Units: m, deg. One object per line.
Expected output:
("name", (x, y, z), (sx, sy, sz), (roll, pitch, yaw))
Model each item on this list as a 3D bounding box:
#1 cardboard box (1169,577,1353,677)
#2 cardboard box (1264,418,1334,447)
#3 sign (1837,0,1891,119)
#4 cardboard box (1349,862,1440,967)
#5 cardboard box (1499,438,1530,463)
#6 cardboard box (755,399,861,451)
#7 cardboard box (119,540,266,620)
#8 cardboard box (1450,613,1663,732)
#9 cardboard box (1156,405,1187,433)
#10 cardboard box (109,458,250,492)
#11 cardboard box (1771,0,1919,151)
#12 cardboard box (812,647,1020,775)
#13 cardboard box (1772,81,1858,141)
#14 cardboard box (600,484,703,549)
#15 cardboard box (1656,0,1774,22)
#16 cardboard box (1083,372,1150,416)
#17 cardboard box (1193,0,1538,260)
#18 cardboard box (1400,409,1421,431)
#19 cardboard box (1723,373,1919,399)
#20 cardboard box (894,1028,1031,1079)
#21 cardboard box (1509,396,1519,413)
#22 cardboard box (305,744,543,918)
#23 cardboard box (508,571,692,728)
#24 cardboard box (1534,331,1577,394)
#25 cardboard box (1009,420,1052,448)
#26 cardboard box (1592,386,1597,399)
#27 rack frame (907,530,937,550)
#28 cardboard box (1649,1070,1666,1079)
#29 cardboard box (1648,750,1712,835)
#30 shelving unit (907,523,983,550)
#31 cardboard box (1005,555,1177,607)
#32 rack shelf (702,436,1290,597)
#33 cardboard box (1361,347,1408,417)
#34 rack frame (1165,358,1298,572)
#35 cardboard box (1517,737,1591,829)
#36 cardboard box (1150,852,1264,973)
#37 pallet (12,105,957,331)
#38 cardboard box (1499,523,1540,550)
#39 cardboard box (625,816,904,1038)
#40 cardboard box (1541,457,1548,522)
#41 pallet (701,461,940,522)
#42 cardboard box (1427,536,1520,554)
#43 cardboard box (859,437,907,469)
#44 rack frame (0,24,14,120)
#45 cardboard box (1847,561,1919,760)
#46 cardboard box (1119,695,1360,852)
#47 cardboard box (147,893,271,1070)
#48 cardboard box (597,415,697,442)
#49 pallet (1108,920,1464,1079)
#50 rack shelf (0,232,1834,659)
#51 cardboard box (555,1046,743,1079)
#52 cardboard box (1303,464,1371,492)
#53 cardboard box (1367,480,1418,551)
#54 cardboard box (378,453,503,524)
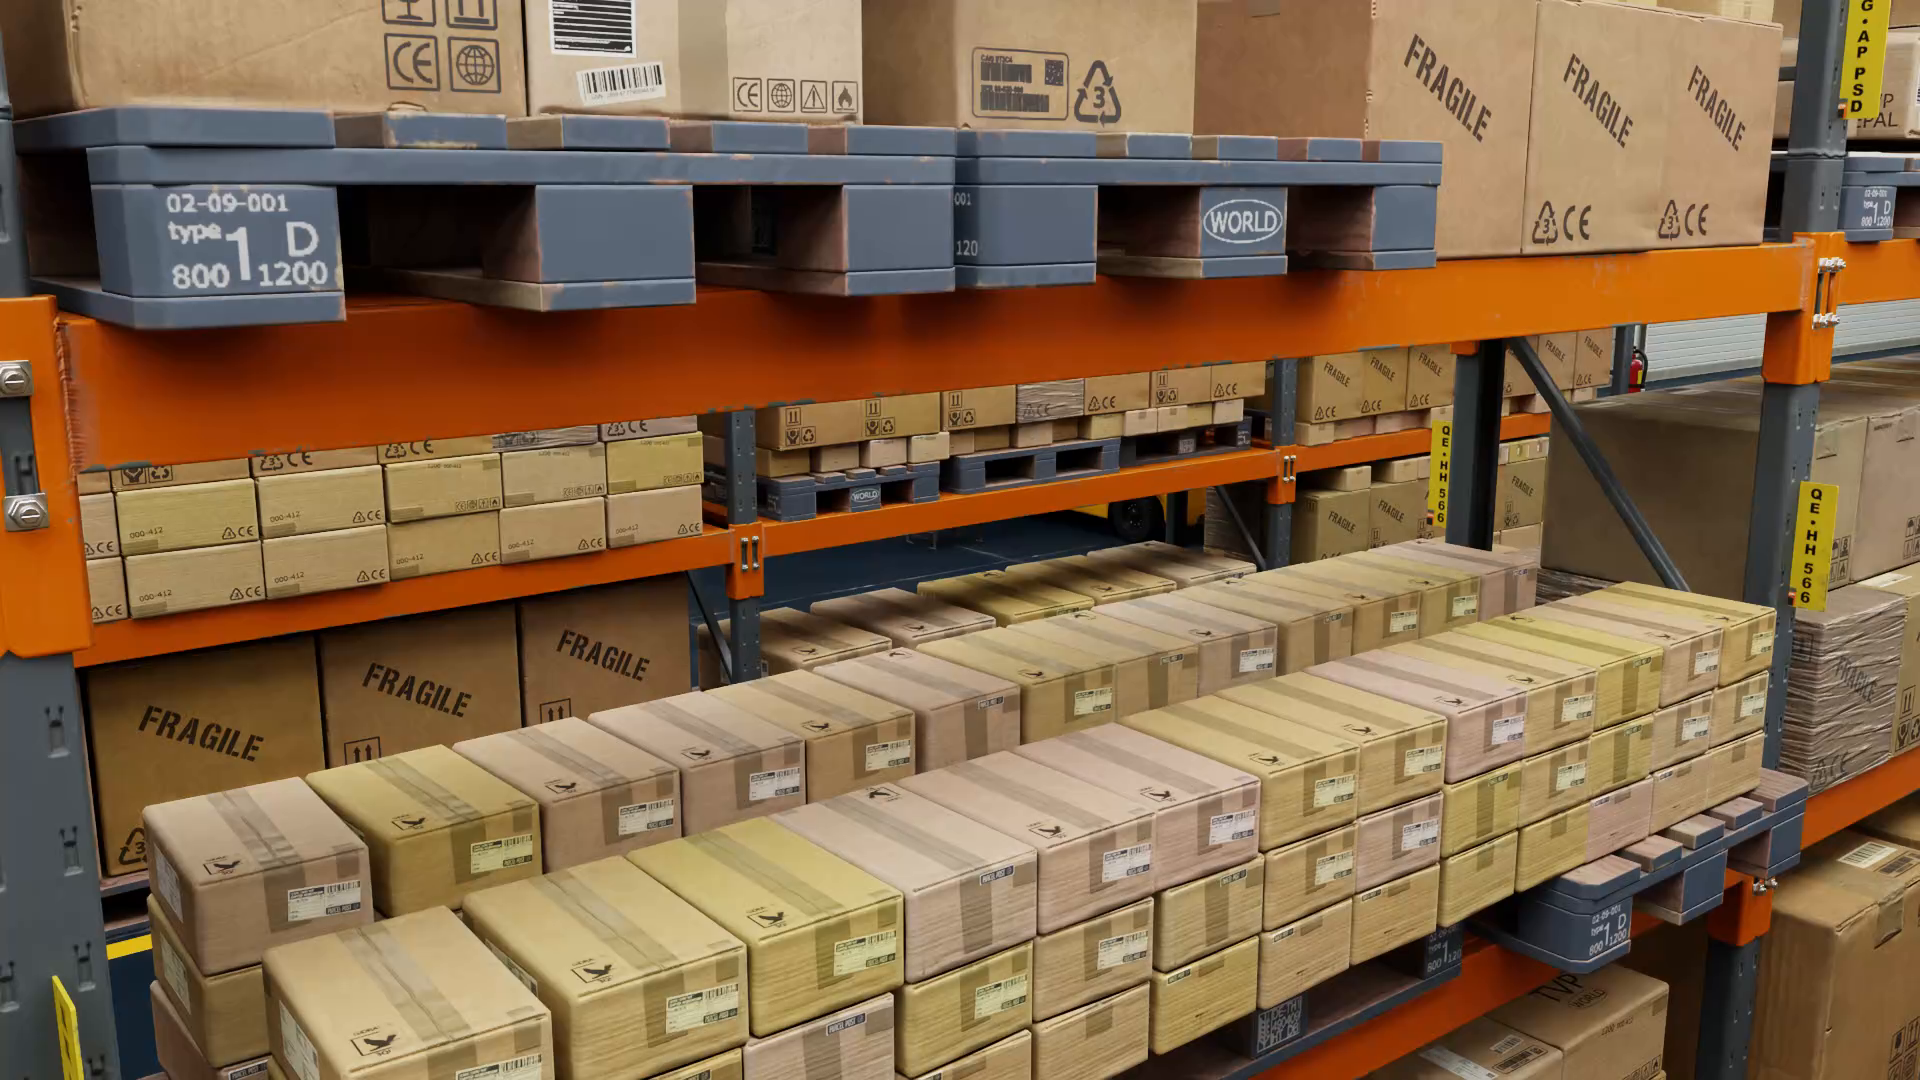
("cardboard box", (0.729, 0.213, 4.065), (0.250, 0.149, 0.380), (-10, 16, -40))
("cardboard box", (2.219, -0.717, 10.890), (0.250, 0.149, 0.380), (-10, 15, -38))
("sign", (2.158, -1.174, 3.972), (0.005, 0.325, 0.100), (-9, 15, -38))
("cardboard box", (0.718, 0.679, 3.303), (0.250, 0.149, 0.380), (-9, 15, -36))
("cardboard box", (3.991, -0.678, 12.342), (0.250, 0.149, 0.380), (-9, 15, -37))
("cardboard box", (-0.855, -0.753, 8.485), (0.500, 0.500, 0.500), (-10, 16, -39))
("cardboard box", (-3.152, 0.115, 6.729), (0.500, 0.250, 0.500), (-10, 15, -38))
("cardboard box", (1.322, 0.288, 3.712), (0.250, 0.149, 0.380), (-9, 15, -36))
("cardboard box", (1.148, -0.752, 10.041), (0.250, 0.149, 0.380), (-10, 15, -39))
("cardboard box", (-3.178, -0.497, 6.599), (0.500, 0.500, 0.500), (-10, 16, -39))
("cardboard box", (3.003, -1.584, 5.653), (0.500, 0.500, 0.500), (-9, 15, -38))
("cardboard box", (-0.093, 0.350, 3.419), (0.250, 0.149, 0.380), (-10, 16, -40))
("cardboard box", (2.181, -1.159, 4.495), (0.250, 0.149, 0.380), (-10, 16, -40))
("cardboard box", (-1.583, -0.151, 7.980), (0.500, 0.250, 0.500), (-10, 16, -40))
("cardboard box", (1.667, -1.339, 3.906), (0.258, 0.266, 0.396), (-9, 15, -38))
("cardboard box", (0.762, -1.023, 9.759), (0.500, 0.500, 0.500), (-9, 15, -36))
("cardboard box", (0.758, -0.812, 3.270), (0.500, 0.500, 0.500), (-9, 15, -38))
("cardboard box", (2.976, -0.864, 11.581), (0.250, 0.149, 0.380), (-10, 15, -38))
("cardboard box", (2.971, -0.270, 5.530), (0.500, 0.500, 0.700), (-10, 15, -39))
("cardboard box", (-0.101, 0.816, 2.657), (0.250, 0.149, 0.380), (-9, 15, -37))
("cardboard box", (3.926, -1.035, 12.385), (0.250, 0.149, 0.380), (-9, 15, -37))
("cardboard box", (-0.902, 0.484, 2.788), (0.250, 0.149, 0.380), (-10, 16, -39))
("cardboard box", (-1.942, 0.578, 8.290), (0.875, 0.875, 0.875), (-10, 15, -38))
("cardboard box", (4.251, -1.385, 12.475), (0.500, 0.500, 0.500), (-9, 15, -38))
("cardboard box", (0.312, -0.629, 9.462), (0.250, 0.149, 0.380), (-9, 15, -36))
("cardboard box", (4.738, -1.164, 12.995), (0.250, 0.149, 0.380), (-9, 15, -36))
("rack frame", (-0.320, -0.974, 13.660), (0.015, 2.100, 0.400), (-9, 15, -38))
("cardboard box", (1.470, 1.603, 4.367), (0.500, 0.500, 0.500), (-10, 15, -38))
("cardboard box", (1.528, 0.545, 3.932), (0.250, 0.149, 0.380), (-9, 15, -38))
("shelving unit", (-0.129, -1.006, 13.810), (0.503, 2.100, 0.431), (-9, 15, -38))
("cardboard box", (0.806, 0.391, 10.381), (0.625, 0.372, 0.950), (-8, 15, -34))
("rack shelf", (0.211, -0.240, 9.769), (4.000, 0.370, 1.077), (-9, 15, -38))
("cardboard box", (2.668, -1.127, 11.255), (0.500, 0.500, 0.500), (-10, 15, -38))
("rack frame", (1.773, -0.851, 10.916), (0.127, 3.000, 1.000), (-9, 15, -38))
("cardboard box", (1.112, 0.469, 3.575), (0.250, 0.149, 0.380), (-9, 15, -38))
("cardboard box", (0.314, 0.601, 2.955), (0.250, 0.149, 0.380), (-10, 15, -39))
("pallet", (-0.754, -0.462, 2.312), (1.003, 0.211, 1.213), (-9, 15, -38))
("cardboard box", (4.024, -0.016, 12.593), (0.500, 0.250, 0.500), (-9, 15, -37))
("cardboard box", (-0.292, 0.556, 2.448), (0.250, 0.149, 0.380), (-9, 15, -37))
("cardboard box", (4.434, -0.451, 12.836), (0.500, 0.500, 0.500), (-9, 15, -37))
("pallet", (-0.861, -0.348, 9.009), (1.003, 0.211, 1.213), (-9, 15, -38))
("cardboard box", (2.908, 0.286, 9.756), (0.500, 0.500, 0.500), (-9, 15, -38))
("cardboard box", (-0.496, -0.486, 8.790), (0.250, 0.149, 0.380), (-11, 16, -41))
("rack frame", (-1.303, -1.958, 1.685), (0.127, 3.000, 1.000), (-9, 15, -38))
("cardboard box", (2.735, 0.328, 5.123), (0.500, 0.500, 0.500), (-10, 15, -38))
("cardboard box", (0.509, 0.423, 3.077), (0.250, 0.149, 0.380), (-9, 15, -36))
("cardboard box", (-1.115, 0.665, 2.654), (0.250, 0.149, 0.380), (-9, 15, -36))
("cardboard box", (-1.591, -0.761, 7.842), (0.500, 0.500, 0.500), (-10, 16, -39))
("pallet", (0.300, 0.815, 3.532), (1.213, 0.211, 1.003), (-9, 15, -38))
("rack shelf", (0.259, -0.398, 3.294), (4.000, 0.370, 1.077), (-9, 15, -38))
("cardboard box", (-0.507, 0.738, 2.309), (0.250, 0.149, 0.380), (-10, 15, -39))
("cardboard box", (2.537, -0.435, 11.198), (0.250, 0.149, 0.380), (-9, 15, -37))
("cardboard box", (2.813, -0.183, 11.571), (0.500, 0.500, 0.500), (-9, 15, -35))
("cardboard box", (-2.355, -0.263, 7.301), (0.500, 0.250, 0.500), (-10, 16, -39))
